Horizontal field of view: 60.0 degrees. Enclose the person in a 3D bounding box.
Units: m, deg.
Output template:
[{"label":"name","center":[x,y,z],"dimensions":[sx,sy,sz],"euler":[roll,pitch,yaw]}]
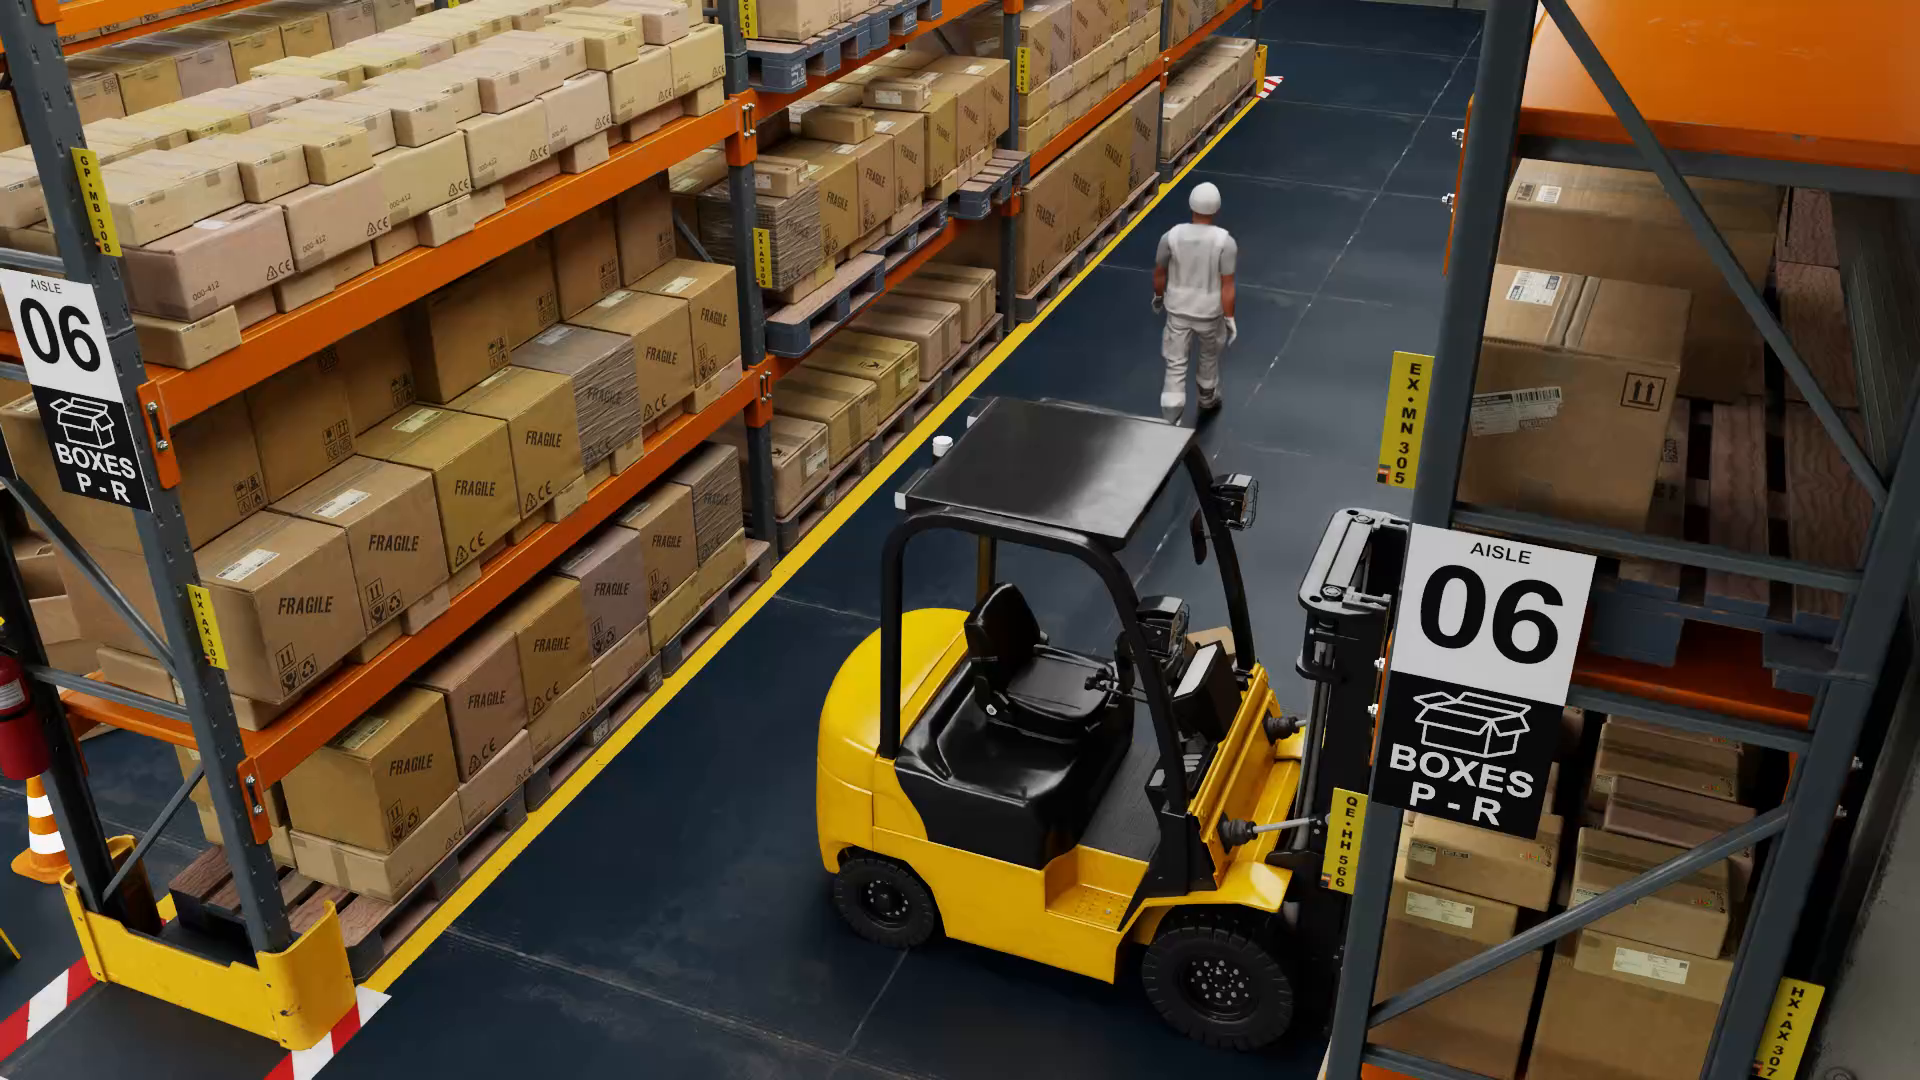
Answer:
[{"label":"person","center":[1.581,-1.586,11.154],"dimensions":[0.607,1.735,0.984],"euler":[7,30,12]}]
